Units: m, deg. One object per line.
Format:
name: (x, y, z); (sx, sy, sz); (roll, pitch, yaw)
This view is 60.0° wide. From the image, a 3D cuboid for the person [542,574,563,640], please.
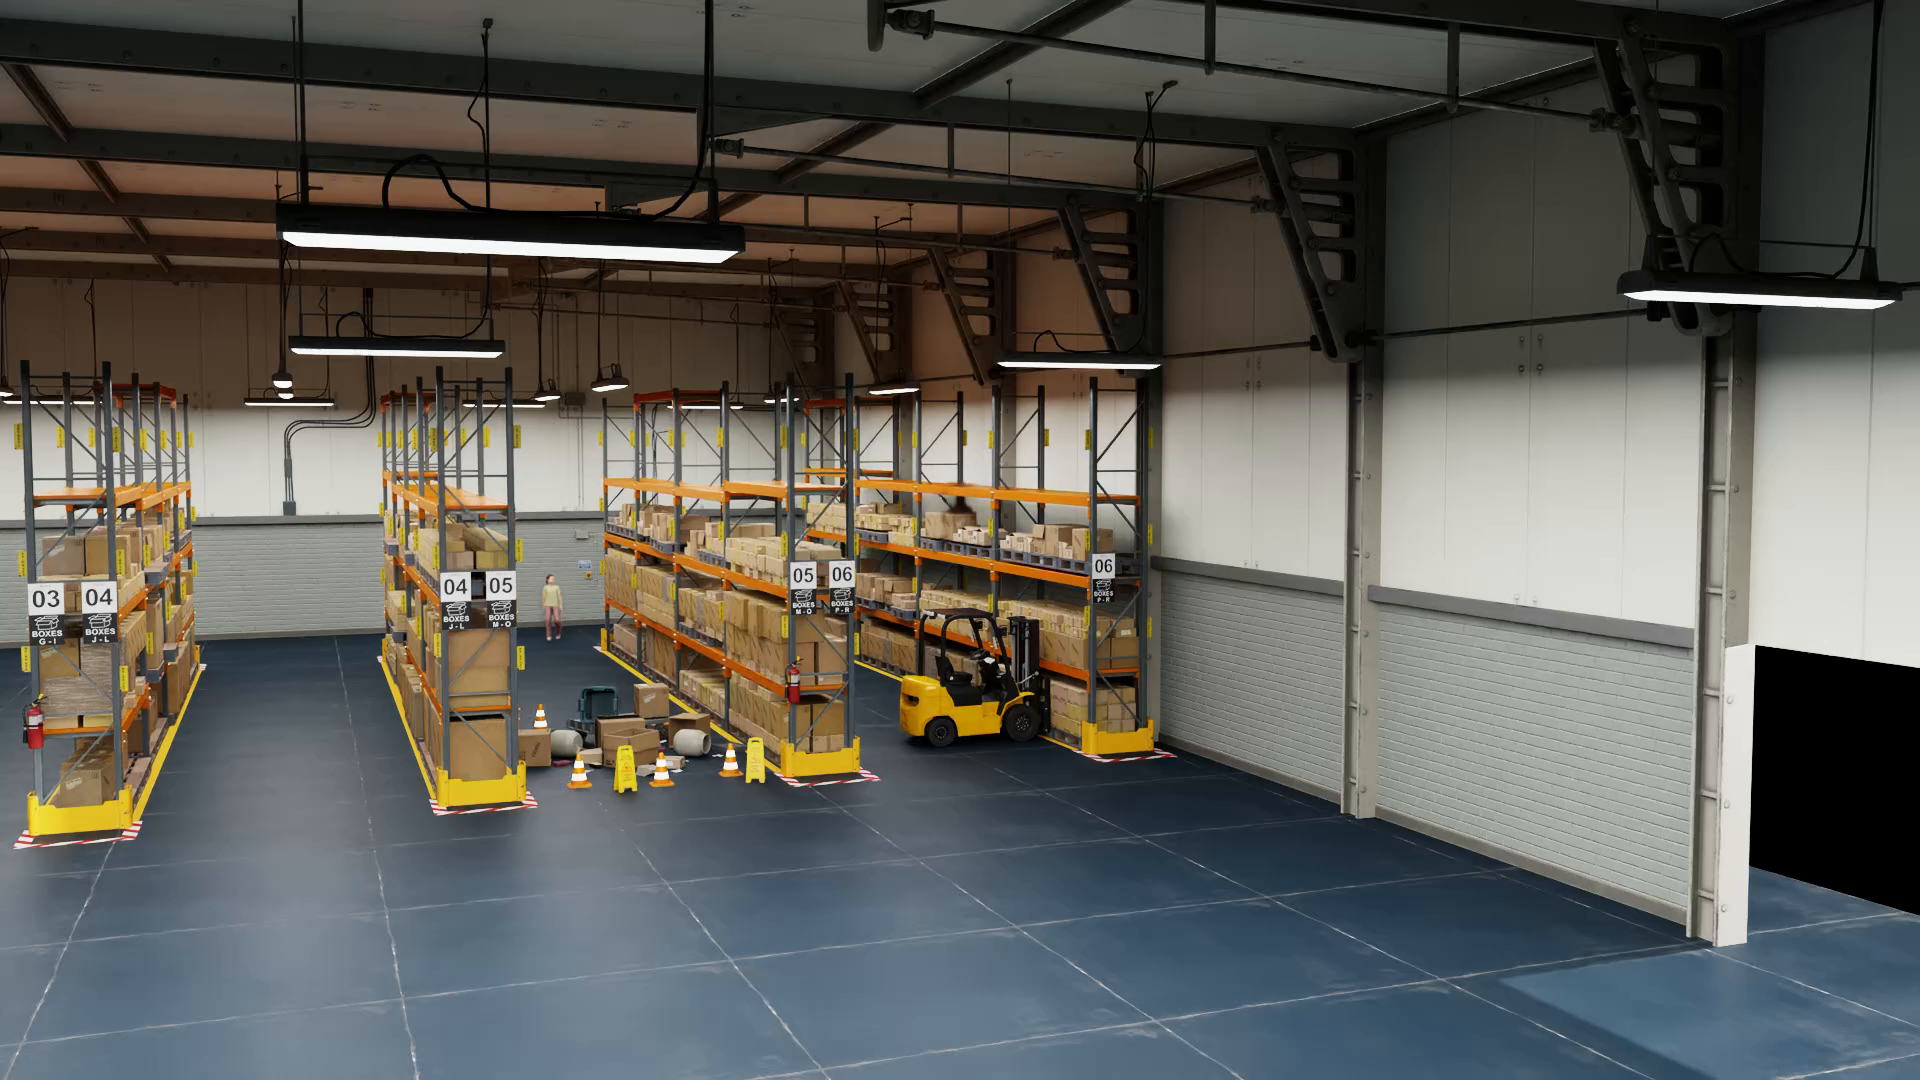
person: (-10.240, 1.688, 41.777); (0.504, 1.661, 0.542); (-1, 3, -10)
